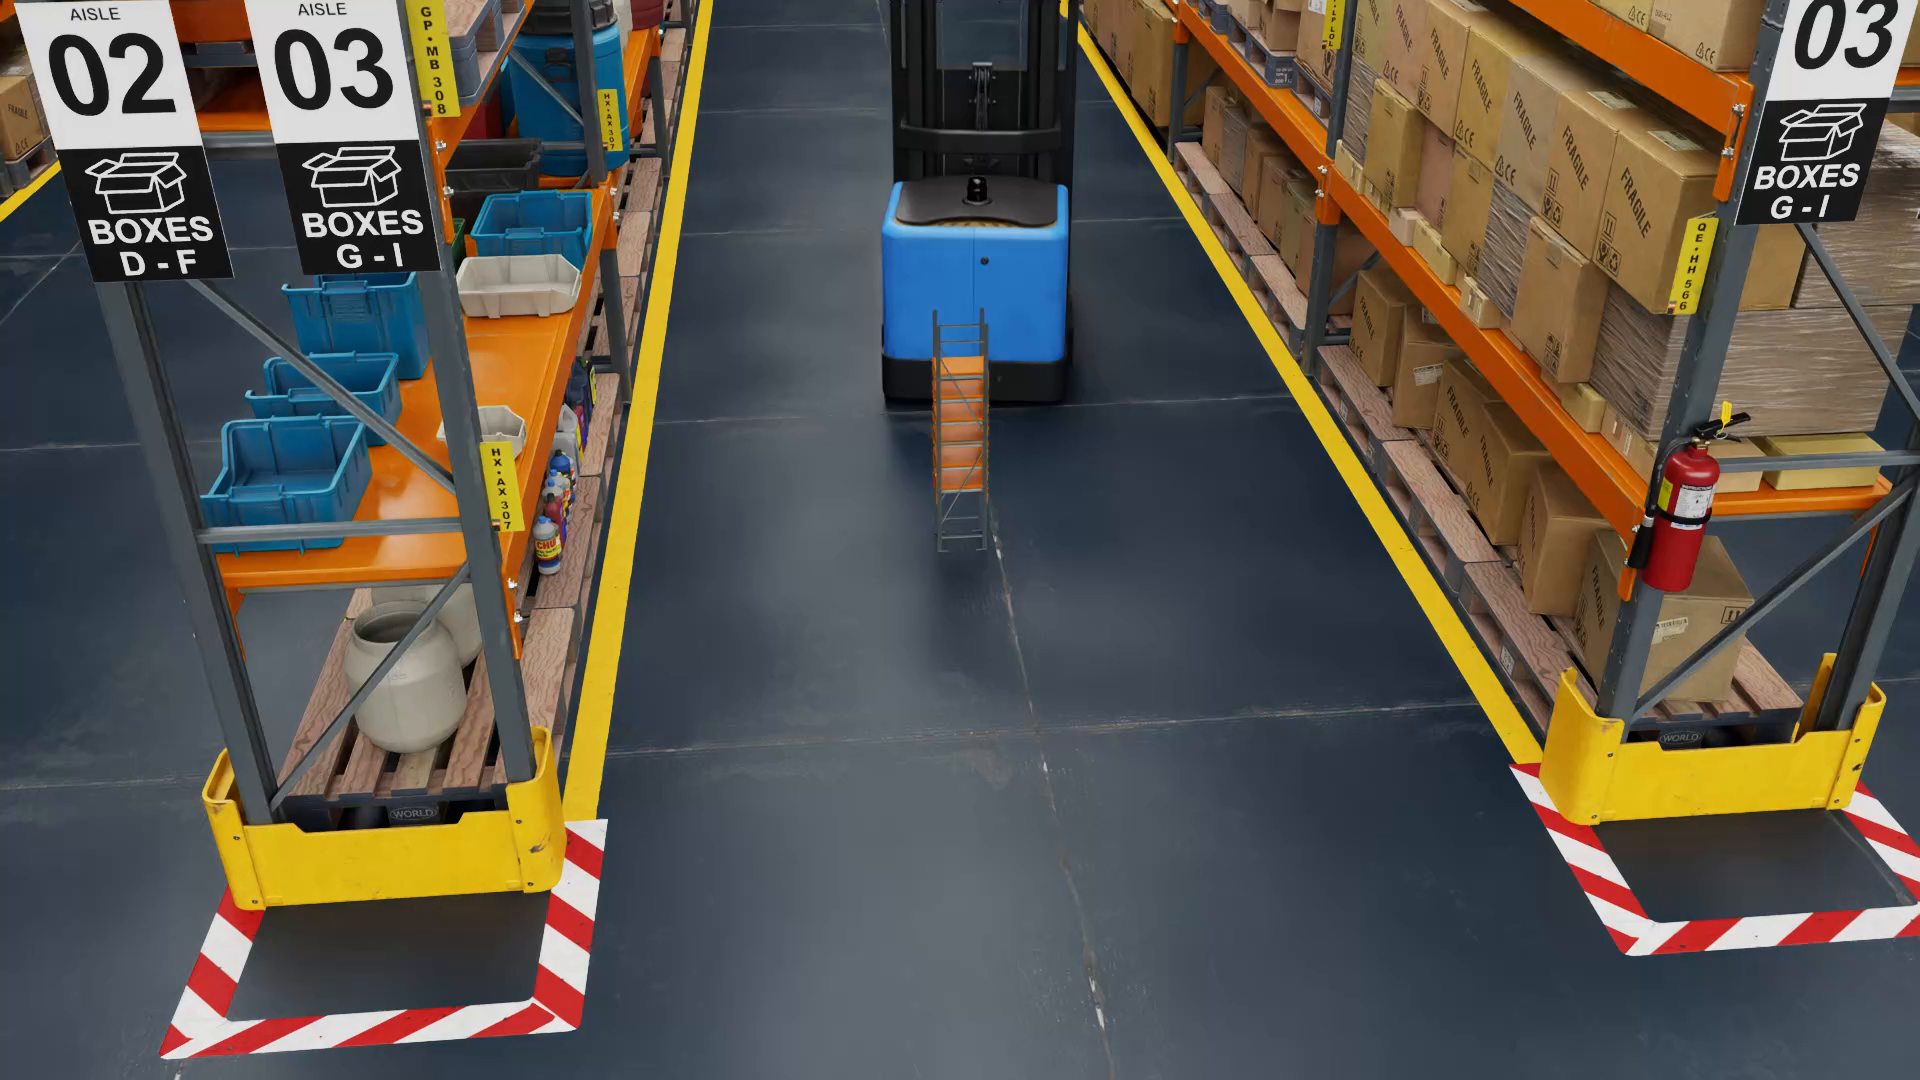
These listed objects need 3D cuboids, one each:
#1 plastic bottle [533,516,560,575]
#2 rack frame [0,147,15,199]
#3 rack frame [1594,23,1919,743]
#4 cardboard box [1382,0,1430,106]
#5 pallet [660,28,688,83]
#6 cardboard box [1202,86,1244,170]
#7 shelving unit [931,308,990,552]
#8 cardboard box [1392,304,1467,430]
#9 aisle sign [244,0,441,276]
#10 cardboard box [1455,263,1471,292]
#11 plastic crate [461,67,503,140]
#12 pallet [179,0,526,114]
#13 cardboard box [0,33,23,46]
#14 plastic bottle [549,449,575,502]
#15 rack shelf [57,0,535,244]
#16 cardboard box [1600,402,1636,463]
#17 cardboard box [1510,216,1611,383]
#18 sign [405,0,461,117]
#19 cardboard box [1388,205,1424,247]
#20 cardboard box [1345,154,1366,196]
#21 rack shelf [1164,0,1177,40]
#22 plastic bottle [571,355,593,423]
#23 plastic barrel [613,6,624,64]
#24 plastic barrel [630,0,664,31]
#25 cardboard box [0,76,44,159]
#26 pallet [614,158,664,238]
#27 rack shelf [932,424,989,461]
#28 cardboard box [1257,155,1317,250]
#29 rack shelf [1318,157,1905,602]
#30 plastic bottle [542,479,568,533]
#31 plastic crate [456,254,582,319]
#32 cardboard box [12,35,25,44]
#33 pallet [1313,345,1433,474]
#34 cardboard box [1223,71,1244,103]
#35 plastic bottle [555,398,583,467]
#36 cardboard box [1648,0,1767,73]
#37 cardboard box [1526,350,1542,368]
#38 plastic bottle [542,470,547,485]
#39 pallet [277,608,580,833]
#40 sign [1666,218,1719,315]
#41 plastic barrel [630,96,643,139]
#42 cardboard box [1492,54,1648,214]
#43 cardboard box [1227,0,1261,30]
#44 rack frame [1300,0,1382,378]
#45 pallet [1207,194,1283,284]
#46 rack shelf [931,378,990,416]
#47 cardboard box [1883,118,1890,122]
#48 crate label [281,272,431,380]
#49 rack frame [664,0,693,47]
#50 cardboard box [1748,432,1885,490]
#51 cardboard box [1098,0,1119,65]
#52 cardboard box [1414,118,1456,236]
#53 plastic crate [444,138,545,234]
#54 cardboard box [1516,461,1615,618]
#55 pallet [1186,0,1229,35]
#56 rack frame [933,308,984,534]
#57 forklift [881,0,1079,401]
[{"bbox_3d":[-1.876,0.016,7.530,0.097,0.271,0.097,0,31,0],"label":"plastic bottle"},{"bbox_3d":[-7.696,-3.875,11.812,1.000,3.000,0.127,-3,31,-5],"label":"rack frame"},{"bbox_3d":[2.915,-0.263,5.766,1.000,3.000,0.127,-3,31,-5],"label":"rack frame"},{"bbox_3d":[2.378,-2.408,7.994,0.500,0.500,0.500,-3,31,-5],"label":"cardboard box"},{"bbox_3d":[-3.107,-4.559,15.678,1.003,0.211,1.213,-3,31,-5],"label":"pallet"},{"bbox_3d":[2.250,-3.122,12.561,0.700,0.500,0.500,-4,31,-7],"label":"cardboard box"},{"bbox_3d":[0.001,-0.508,7.930,0.258,1.200,0.189,-3,31,-5],"label":"shelving unit"},{"bbox_3d":[2.599,-0.914,8.884,0.500,0.500,0.500,7,32,11],"label":"cardboard box"},{"bbox_3d":[-1.718,-1.119,4.664,0.394,0.787,0.004,-3,31,-5],"label":"aisle sign"},{"bbox_3d":[2.483,-1.183,7.550,0.380,0.149,0.250,-3,31,-5],"label":"cardboard box"},{"bbox_3d":[-2.740,-2.328,9.160,0.402,0.464,0.583,-3,31,-5],"label":"plastic crate"},{"bbox_3d":[-1.997,-1.660,5.362,1.003,0.211,1.213,-3,31,-5],"label":"pallet"},{"bbox_3d":[-8.121,-3.989,14.011,0.500,0.500,0.500,-4,31,-6],"label":"cardboard box"},{"bbox_3d":[-1.936,-0.314,8.081,0.097,0.271,0.097,0,31,0],"label":"plastic bottle"},{"bbox_3d":[-2.204,-2.026,6.493,1.077,0.370,4.000,-3,31,-5],"label":"rack shelf"},{"bbox_3d":[2.660,-0.419,6.271,0.380,0.149,0.250,-3,31,-5],"label":"cardboard box"},{"bbox_3d":[2.724,-0.966,6.554,0.875,0.500,0.500,-3,31,-5],"label":"cardboard box"},{"bbox_3d":[-1.469,-1.342,4.637,0.100,0.325,0.005,-3,31,-5],"label":"sign"},{"bbox_3d":[2.338,-1.562,8.185,0.380,0.149,0.250,-3,31,-5],"label":"cardboard box"},{"bbox_3d":[2.272,-1.945,8.826,0.380,0.149,0.250,-3,31,-5],"label":"cardboard box"},{"bbox_3d":[1.980,-5.060,14.498,1.077,0.370,4.000,-3,31,-5],"label":"rack shelf"},{"bbox_3d":[-2.043,-0.805,8.826,0.144,0.351,0.185,-4,31,-6],"label":"plastic bottle"},{"bbox_3d":[-2.370,-3.221,10.585,0.433,0.535,0.433,0,31,0],"label":"plastic barrel"},{"bbox_3d":[-2.419,-3.946,11.799,0.600,0.536,0.708,-3,31,-5],"label":"plastic barrel"},{"bbox_3d":[-7.454,-3.237,12.752,0.500,0.500,0.500,-1,31,-2],"label":"cardboard box"},{"bbox_3d":[-2.730,-2.516,12.256,1.003,0.211,1.213,-3,31,-5],"label":"pallet"},{"bbox_3d":[0.001,-0.470,7.953,0.258,0.103,0.180,-3,31,-5],"label":"rack shelf"},{"bbox_3d":[2.426,-2.266,11.127,0.700,0.500,0.500,-5,31,-9],"label":"cardboard box"},{"bbox_3d":[2.728,-0.975,7.660,1.077,0.370,4.000,-3,31,-5],"label":"rack shelf"},{"bbox_3d":[-1.908,-0.159,7.823,0.097,0.271,0.097,0,31,0],"label":"plastic bottle"},{"bbox_3d":[-1.987,-1.138,7.487,0.530,0.136,0.437,-3,31,-5],"label":"plastic crate"},{"bbox_3d":[-7.605,-4.026,14.074,0.500,0.500,0.500,-4,31,-6],"label":"cardboard box"},{"bbox_3d":[2.639,-0.767,9.328,1.003,0.211,1.213,-3,31,-5],"label":"pallet"},{"bbox_3d":[2.260,-3.445,12.369,0.500,0.250,0.500,-2,31,-3],"label":"cardboard box"},{"bbox_3d":[-1.995,-0.542,8.386,0.144,0.351,0.185,-3,31,-5],"label":"plastic bottle"},{"bbox_3d":[2.617,-1.721,5.427,0.500,0.250,0.500,-2,31,-3],"label":"cardboard box"},{"bbox_3d":[2.595,-0.802,6.912,0.380,0.149,0.250,-3,31,-5],"label":"cardboard box"},{"bbox_3d":[-2.090,-0.424,8.255,0.061,0.283,0.133,-3,31,-5],"label":"plastic bottle"},{"bbox_3d":[-2.141,0.720,6.839,1.003,0.211,1.213,-3,31,-5],"label":"pallet"},{"bbox_3d":[2.360,-0.880,5.360,0.100,0.325,0.005,-3,31,-5],"label":"sign"},{"bbox_3d":[-2.827,-3.608,13.072,0.600,0.830,0.708,-3,31,-5],"label":"plastic barrel"},{"bbox_3d":[2.520,-1.642,6.712,0.500,0.500,0.500,-3,31,-5],"label":"cardboard box"},{"bbox_3d":[2.095,-3.597,11.083,0.500,0.250,0.500,-4,31,-6],"label":"cardboard box"},{"bbox_3d":[2.541,-2.305,9.185,1.000,3.000,0.127,-3,31,-5],"label":"rack frame"},{"bbox_3d":[2.349,-2.130,11.610,1.003,0.211,1.213,-3,31,-5],"label":"pallet"},{"bbox_3d":[0.001,-0.676,7.830,0.258,0.103,0.180,-3,31,-5],"label":"rack shelf"},{"bbox_3d":[3.095,-1.413,6.327,0.500,0.500,0.500,-3,31,-5],"label":"cardboard box"},{"bbox_3d":[-2.458,-0.968,6.911,0.502,0.435,0.616,-3,31,-5],"label":"crate label"},{"bbox_3d":[-3.138,-6.153,15.625,1.000,3.000,0.127,-3,31,-5],"label":"rack frame"},{"bbox_3d":[3.125,-0.312,6.093,0.380,0.149,0.250,-3,31,-5],"label":"cardboard box"},{"bbox_3d":[1.957,-4.876,15.151,1.225,0.875,0.875,-4,31,-6],"label":"cardboard box"},{"bbox_3d":[2.680,-1.736,7.844,0.875,0.500,0.500,-3,31,-5],"label":"cardboard box"},{"bbox_3d":[-2.468,-1.768,8.346,0.767,0.338,0.504,-3,31,-5],"label":"plastic crate"},{"bbox_3d":[2.783,0.006,7.342,0.500,0.500,0.500,5,31,8],"label":"cardboard box"},{"bbox_3d":[2.340,-3.907,12.052,1.213,0.211,1.003,-3,31,-5],"label":"pallet"},{"bbox_3d":[-0.007,-0.554,8.008,0.240,1.200,0.006,-3,31,-5],"label":"rack frame"},{"bbox_3d":[0.153,-2.768,10.026,1.130,2.935,3.031,2,31,3],"label":"forklift"}]
